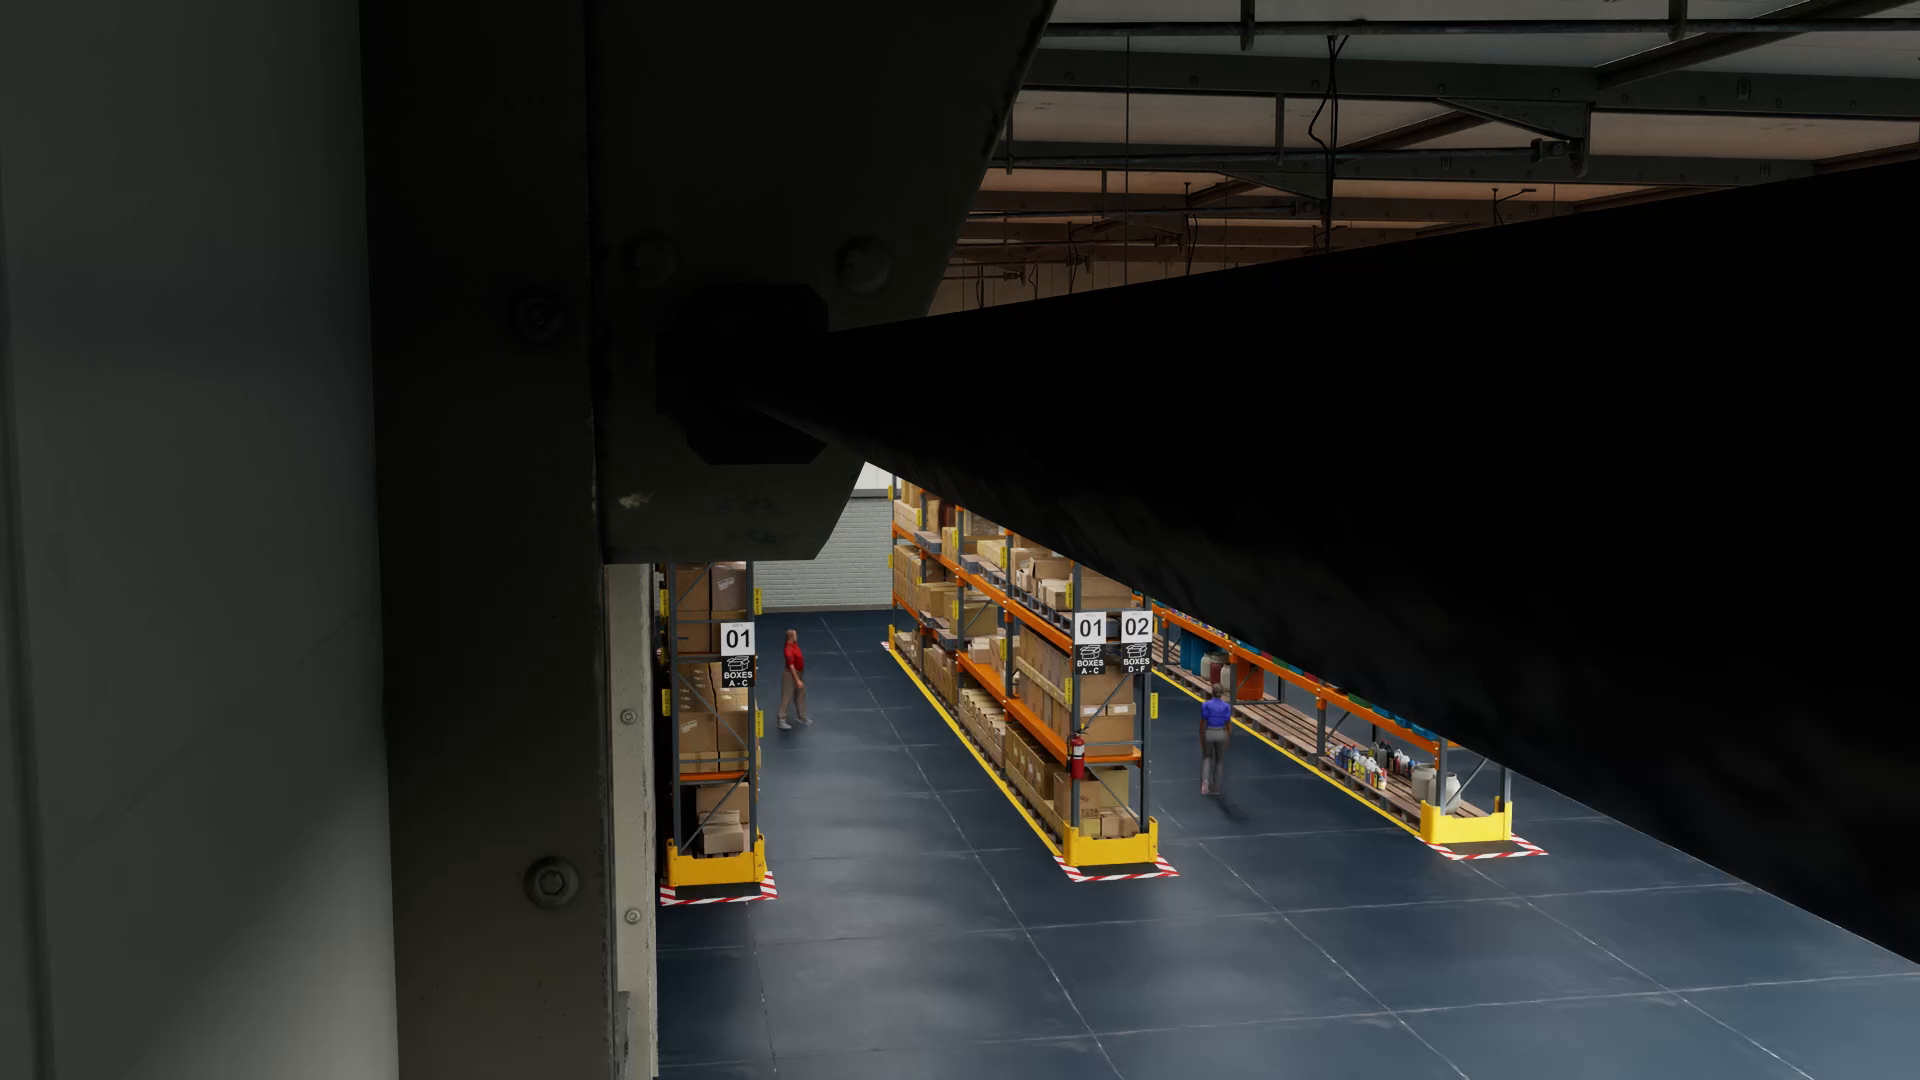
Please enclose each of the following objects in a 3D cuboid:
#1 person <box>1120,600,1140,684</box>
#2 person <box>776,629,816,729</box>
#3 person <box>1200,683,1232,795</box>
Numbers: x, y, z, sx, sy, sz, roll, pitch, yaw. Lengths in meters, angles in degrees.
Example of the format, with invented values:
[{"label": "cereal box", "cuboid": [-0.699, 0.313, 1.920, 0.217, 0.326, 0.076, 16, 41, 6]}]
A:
[{"label": "person", "cuboid": [3.354, 1.993, 32.594, 0.428, 1.643, 0.561, -1, 6, -9]}, {"label": "person", "cuboid": [-2.851, 2.391, 28.699, 0.559, 1.754, 0.697, 1, 6, 12]}, {"label": "person", "cuboid": [3.714, 2.890, 24.145, 0.451, 1.649, 0.466, 3, 7, 22]}]
